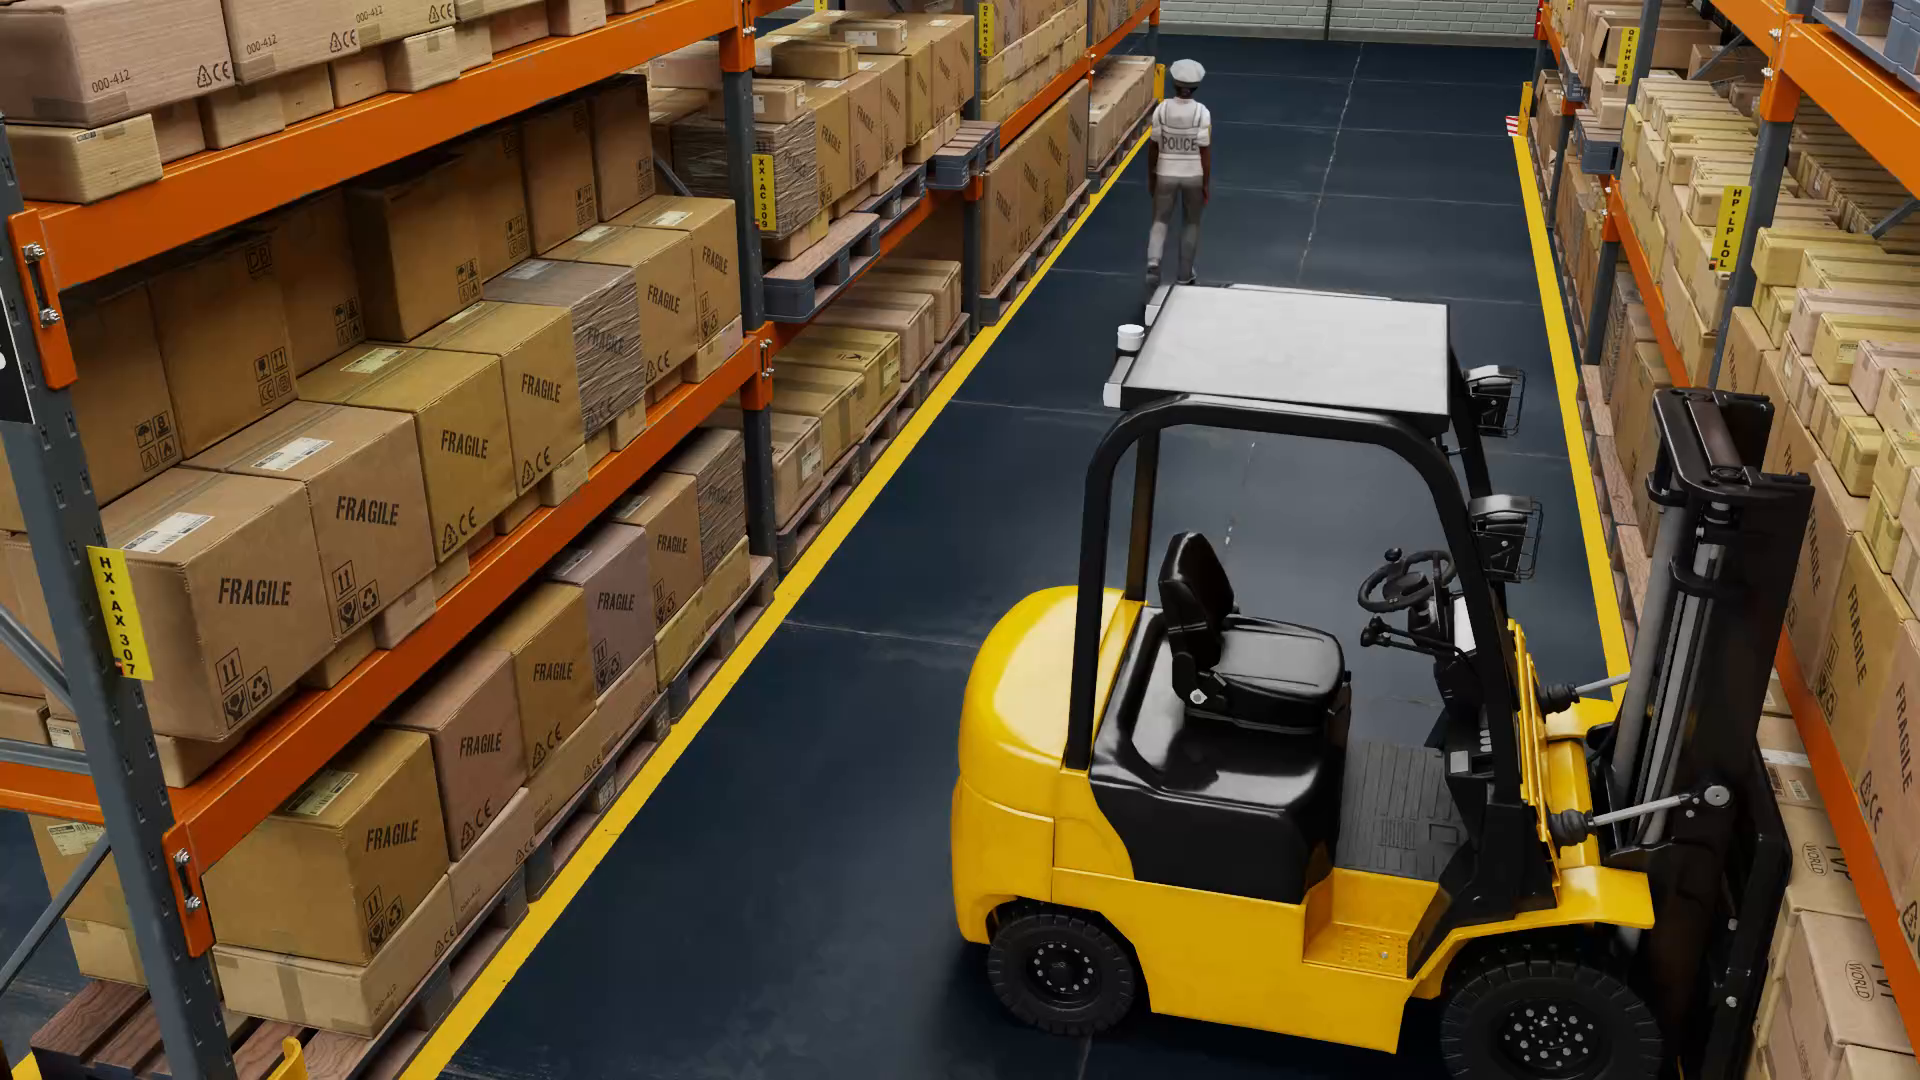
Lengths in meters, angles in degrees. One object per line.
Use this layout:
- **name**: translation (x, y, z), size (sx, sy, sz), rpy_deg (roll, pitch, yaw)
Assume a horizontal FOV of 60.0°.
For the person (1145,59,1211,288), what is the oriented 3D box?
- **person**: translation (1.594, -2.647, 12.102), size (0.460, 1.663, 0.709), rpy_deg (7, 26, 14)
